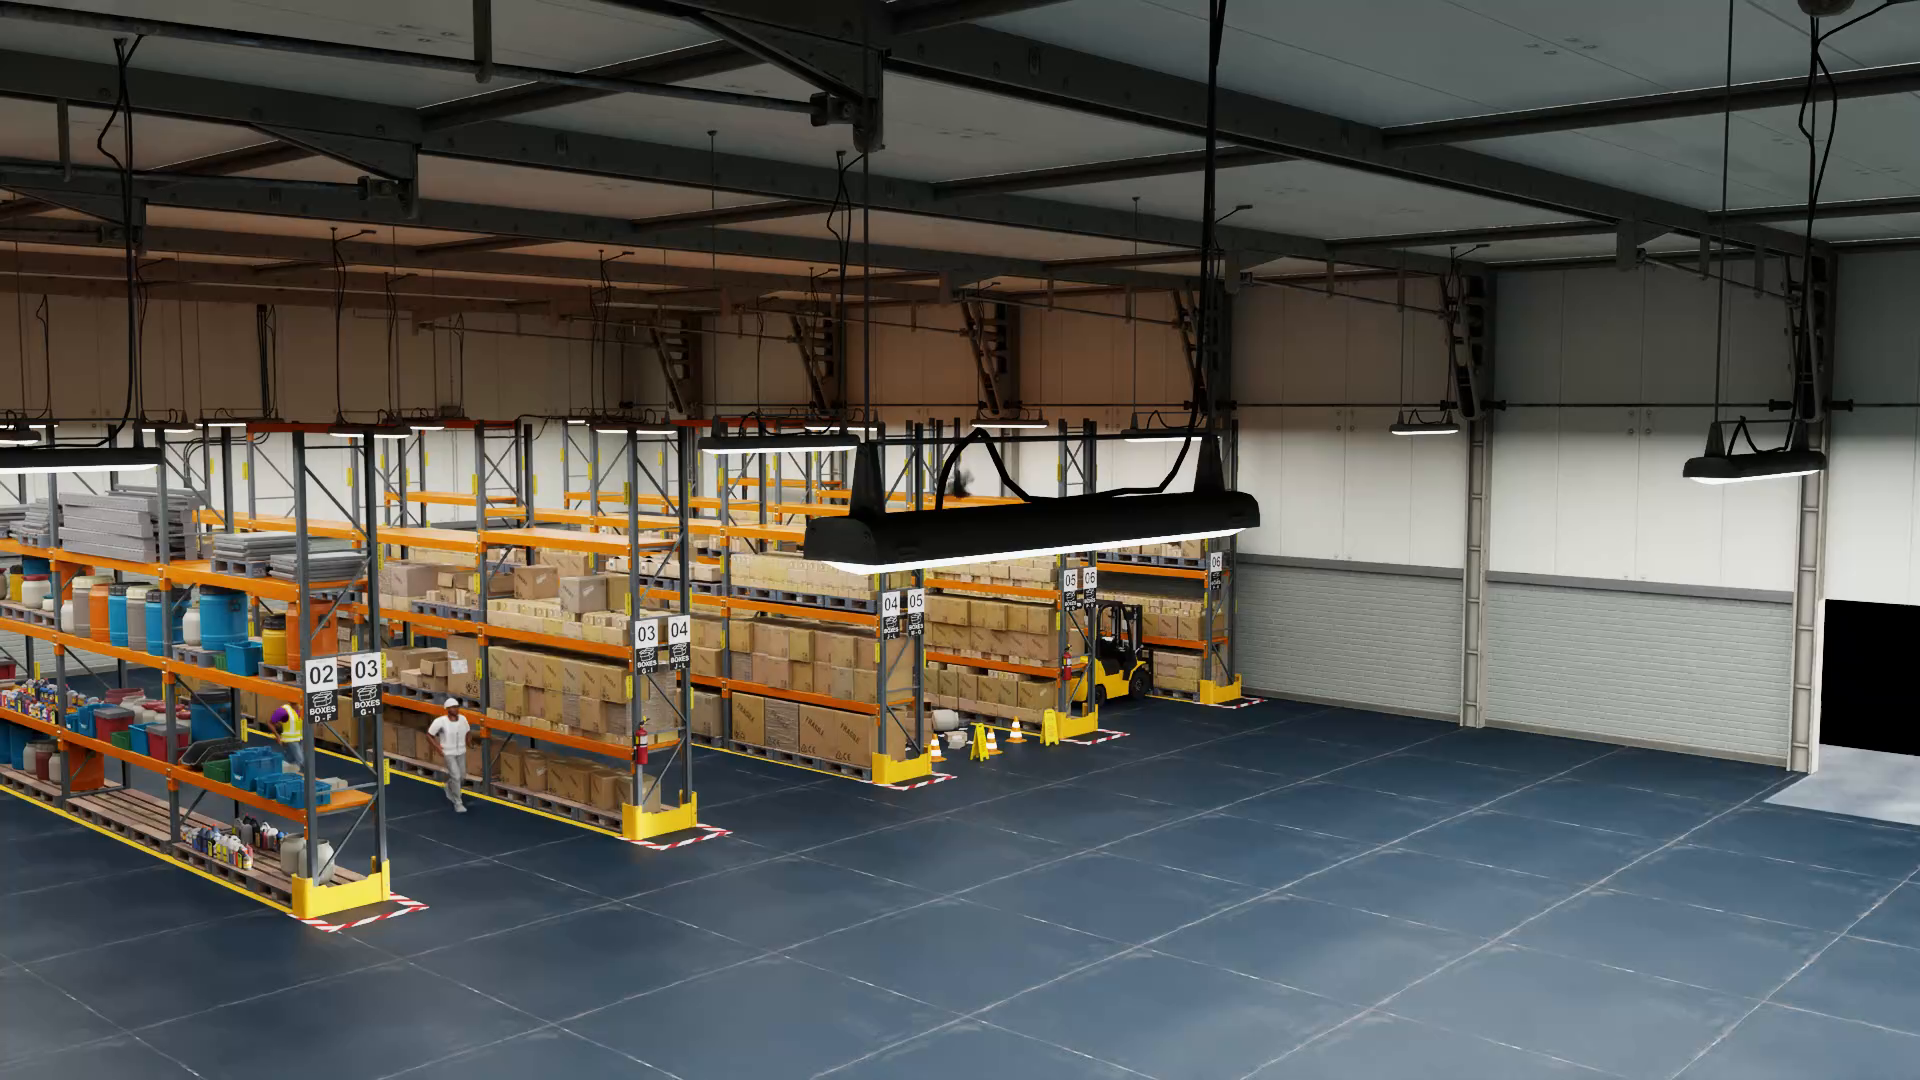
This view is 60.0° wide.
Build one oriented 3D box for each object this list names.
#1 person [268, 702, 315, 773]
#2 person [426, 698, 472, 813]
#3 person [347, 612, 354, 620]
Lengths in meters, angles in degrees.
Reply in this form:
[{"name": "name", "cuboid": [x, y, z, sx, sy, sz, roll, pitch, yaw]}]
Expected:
[{"name": "person", "cuboid": [-10.757, 3.256, 26.992, 0.597, 1.721, 0.690, 2, 5, 26]}, {"name": "person", "cuboid": [-7.943, 3.337, 25.972, 0.777, 1.754, 0.707, 4, 6, 42]}, {"name": "person", "cuboid": [-13.982, 2.429, 38.083, 0.617, 1.634, 0.676, -1, 5, -16]}]
